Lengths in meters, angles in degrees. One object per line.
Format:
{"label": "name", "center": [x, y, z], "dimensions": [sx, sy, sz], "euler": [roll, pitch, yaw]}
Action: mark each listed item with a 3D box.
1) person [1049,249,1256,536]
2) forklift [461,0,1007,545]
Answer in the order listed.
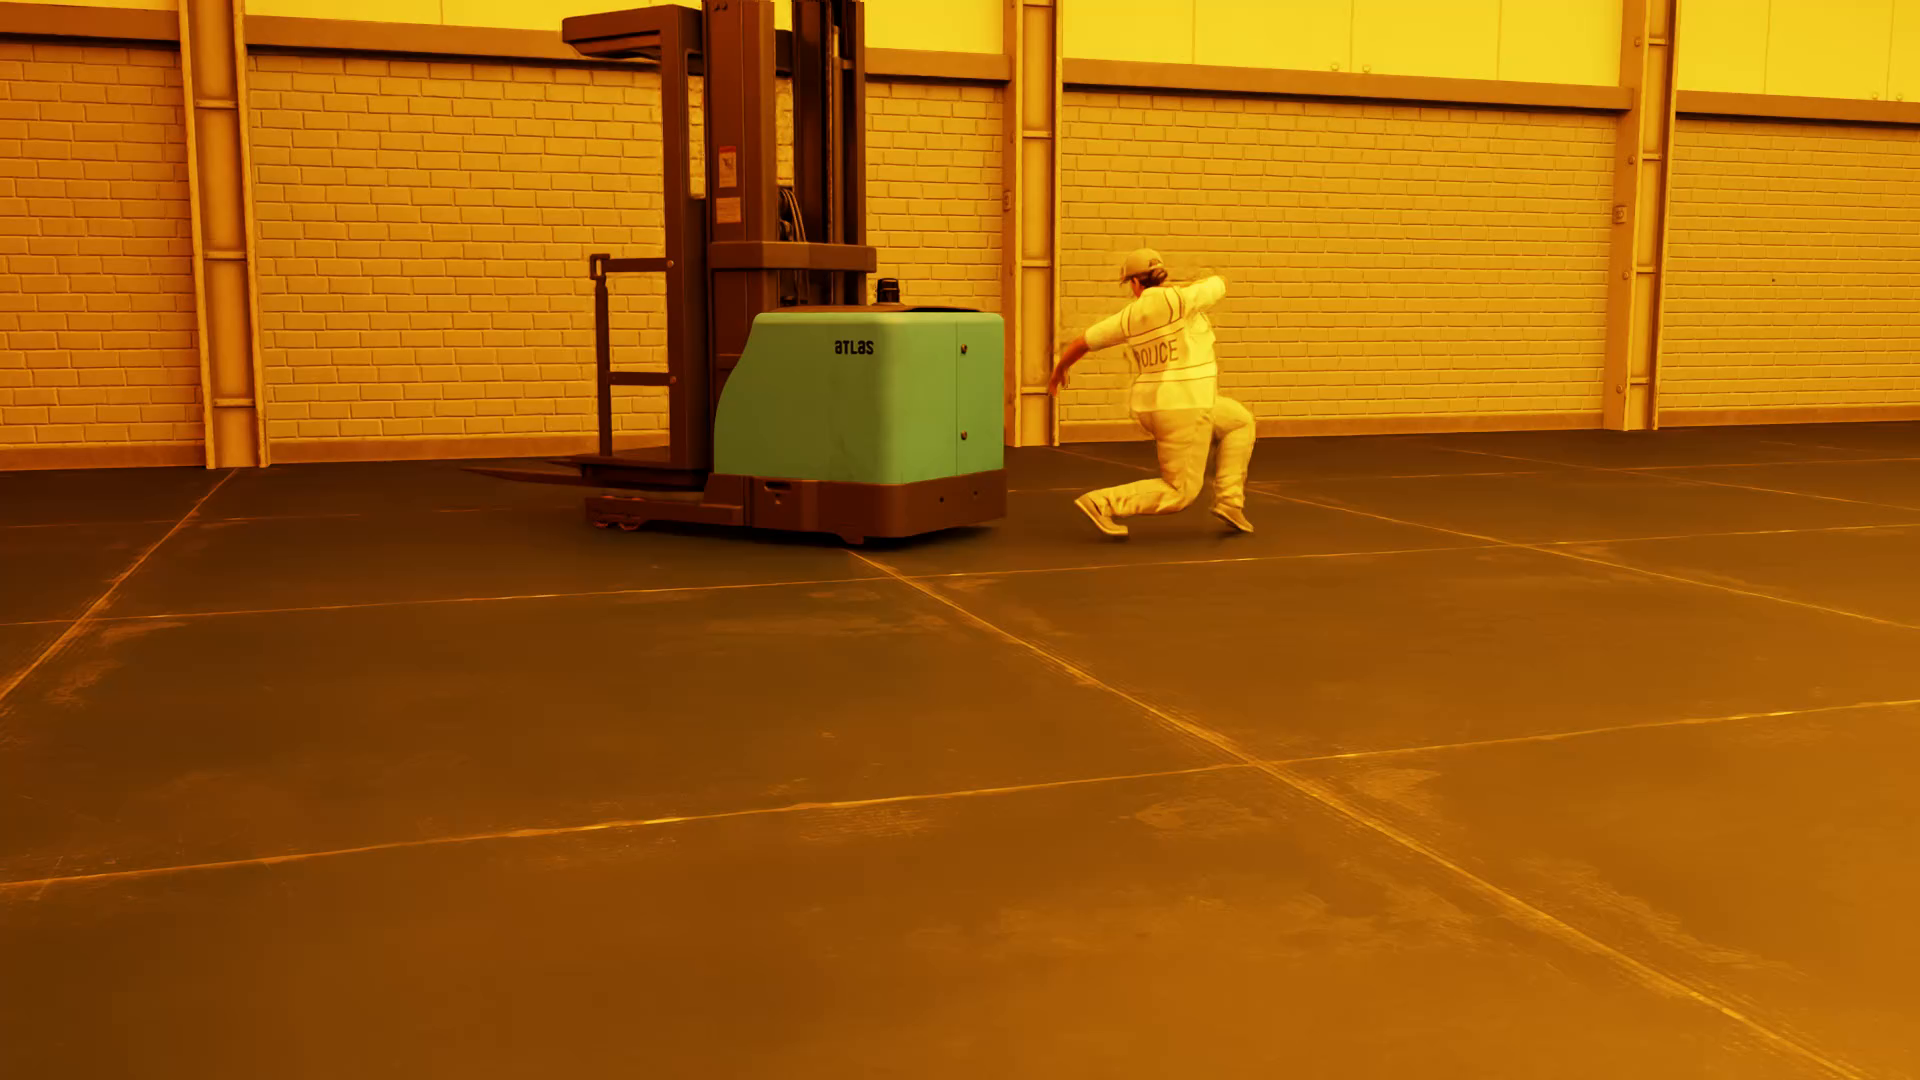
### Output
{"label": "person", "center": [0.947, -0.715, 8.102], "dimensions": [0.944, 1.382, 0.853], "euler": [-3, 8, -23]}
{"label": "forklift", "center": [-1.288, -1.553, 8.468], "dimensions": [3.031, 2.935, 1.130], "euler": [5, 9, 32]}
